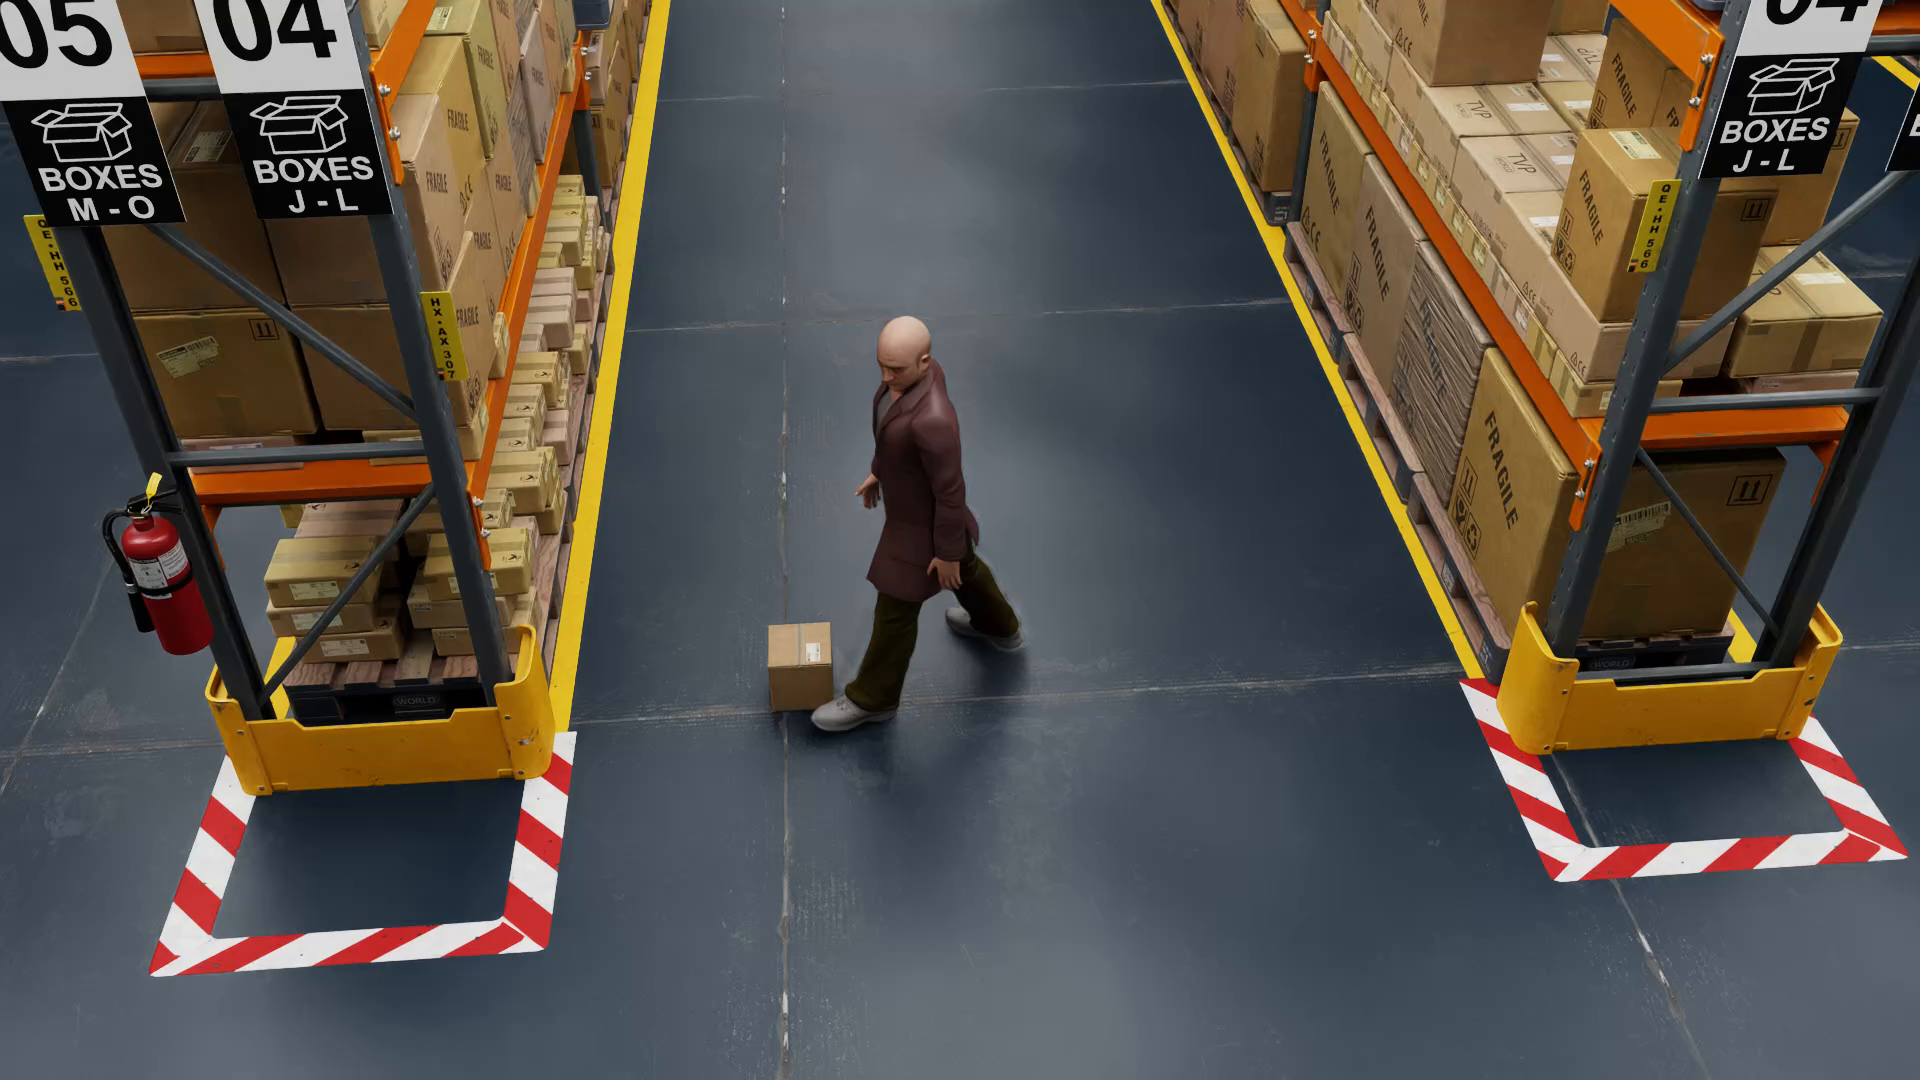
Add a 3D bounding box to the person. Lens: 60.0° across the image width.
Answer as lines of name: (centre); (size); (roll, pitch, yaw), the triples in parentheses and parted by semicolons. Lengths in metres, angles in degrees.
person: (-0.171, -0.113, 6.323); (0.901, 1.761, 0.697); (-4, 39, -5)
